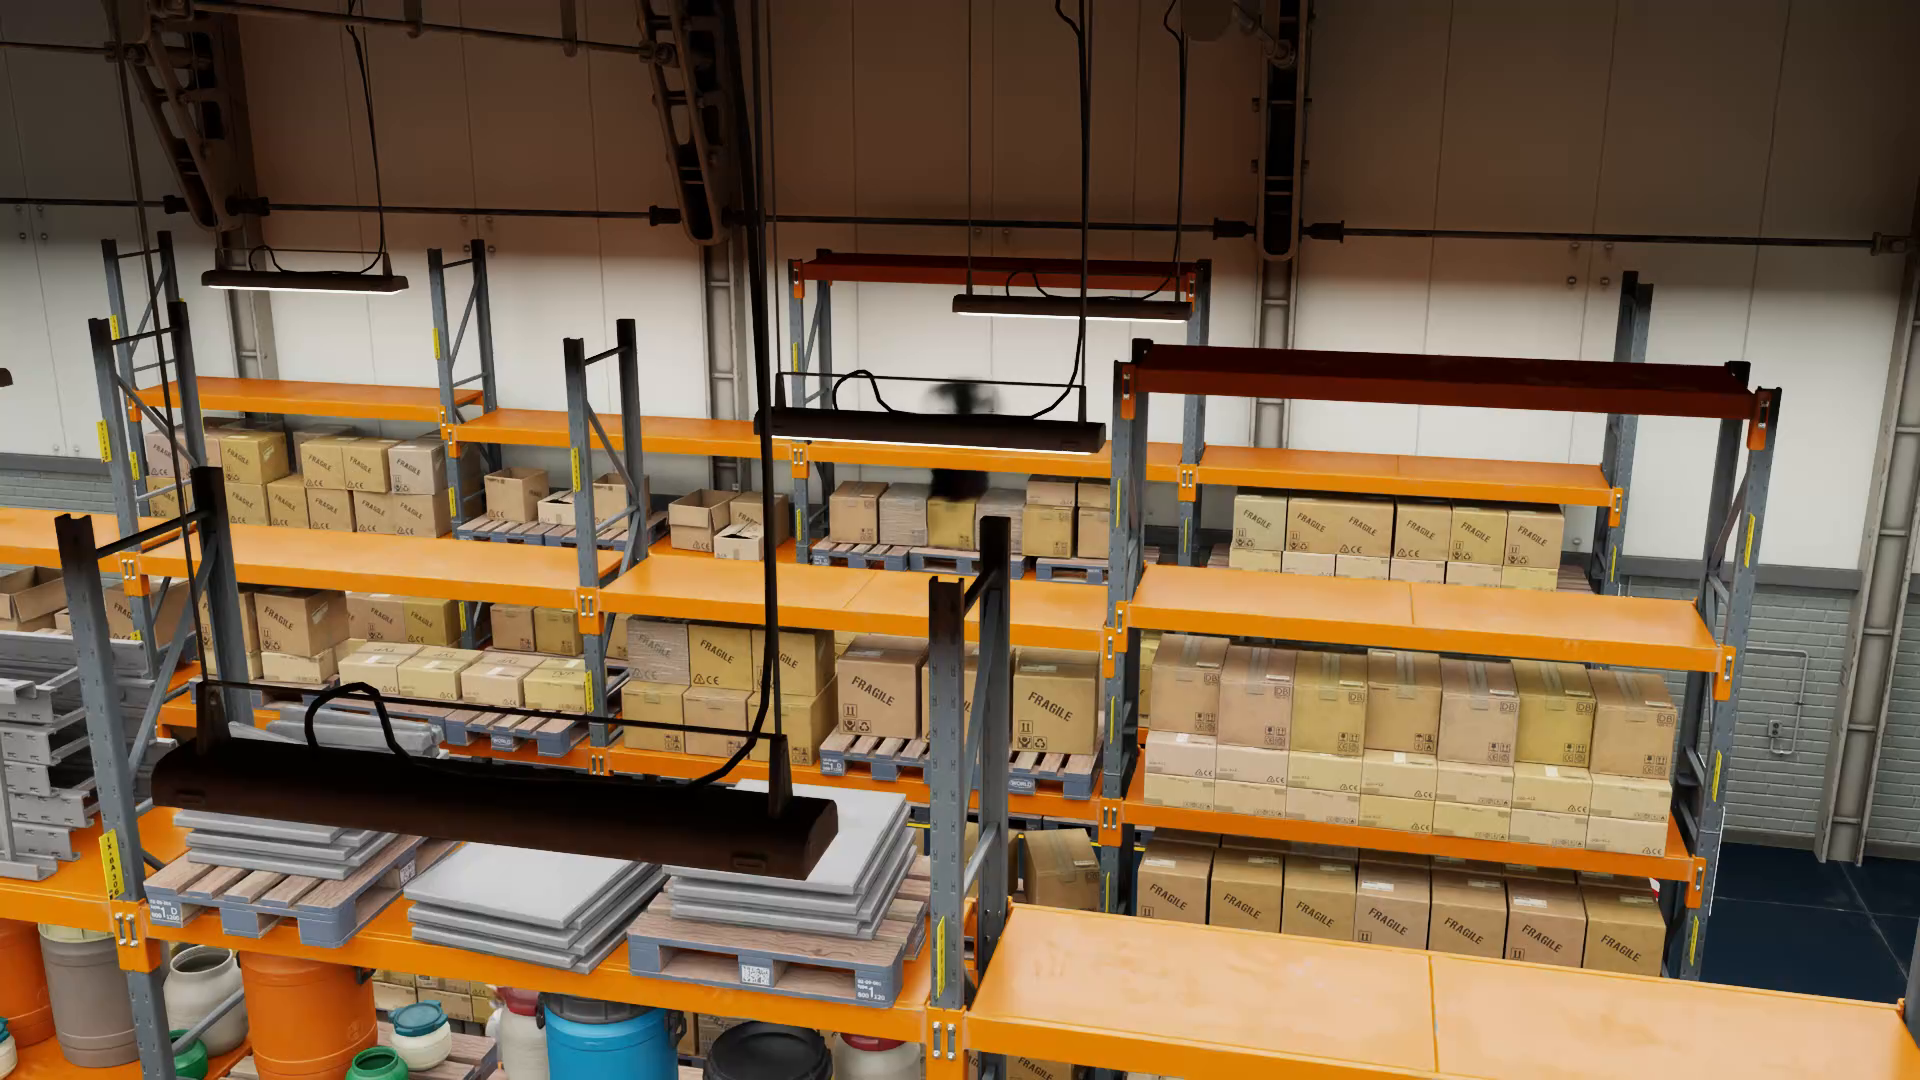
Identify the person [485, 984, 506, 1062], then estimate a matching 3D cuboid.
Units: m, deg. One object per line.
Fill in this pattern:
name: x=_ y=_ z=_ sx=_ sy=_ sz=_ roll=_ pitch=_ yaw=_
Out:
person: x=-3.168 y=3.849 z=12.126 sx=0.853 sy=1.728 sz=0.698 roll=8 pitch=18 yaw=27
